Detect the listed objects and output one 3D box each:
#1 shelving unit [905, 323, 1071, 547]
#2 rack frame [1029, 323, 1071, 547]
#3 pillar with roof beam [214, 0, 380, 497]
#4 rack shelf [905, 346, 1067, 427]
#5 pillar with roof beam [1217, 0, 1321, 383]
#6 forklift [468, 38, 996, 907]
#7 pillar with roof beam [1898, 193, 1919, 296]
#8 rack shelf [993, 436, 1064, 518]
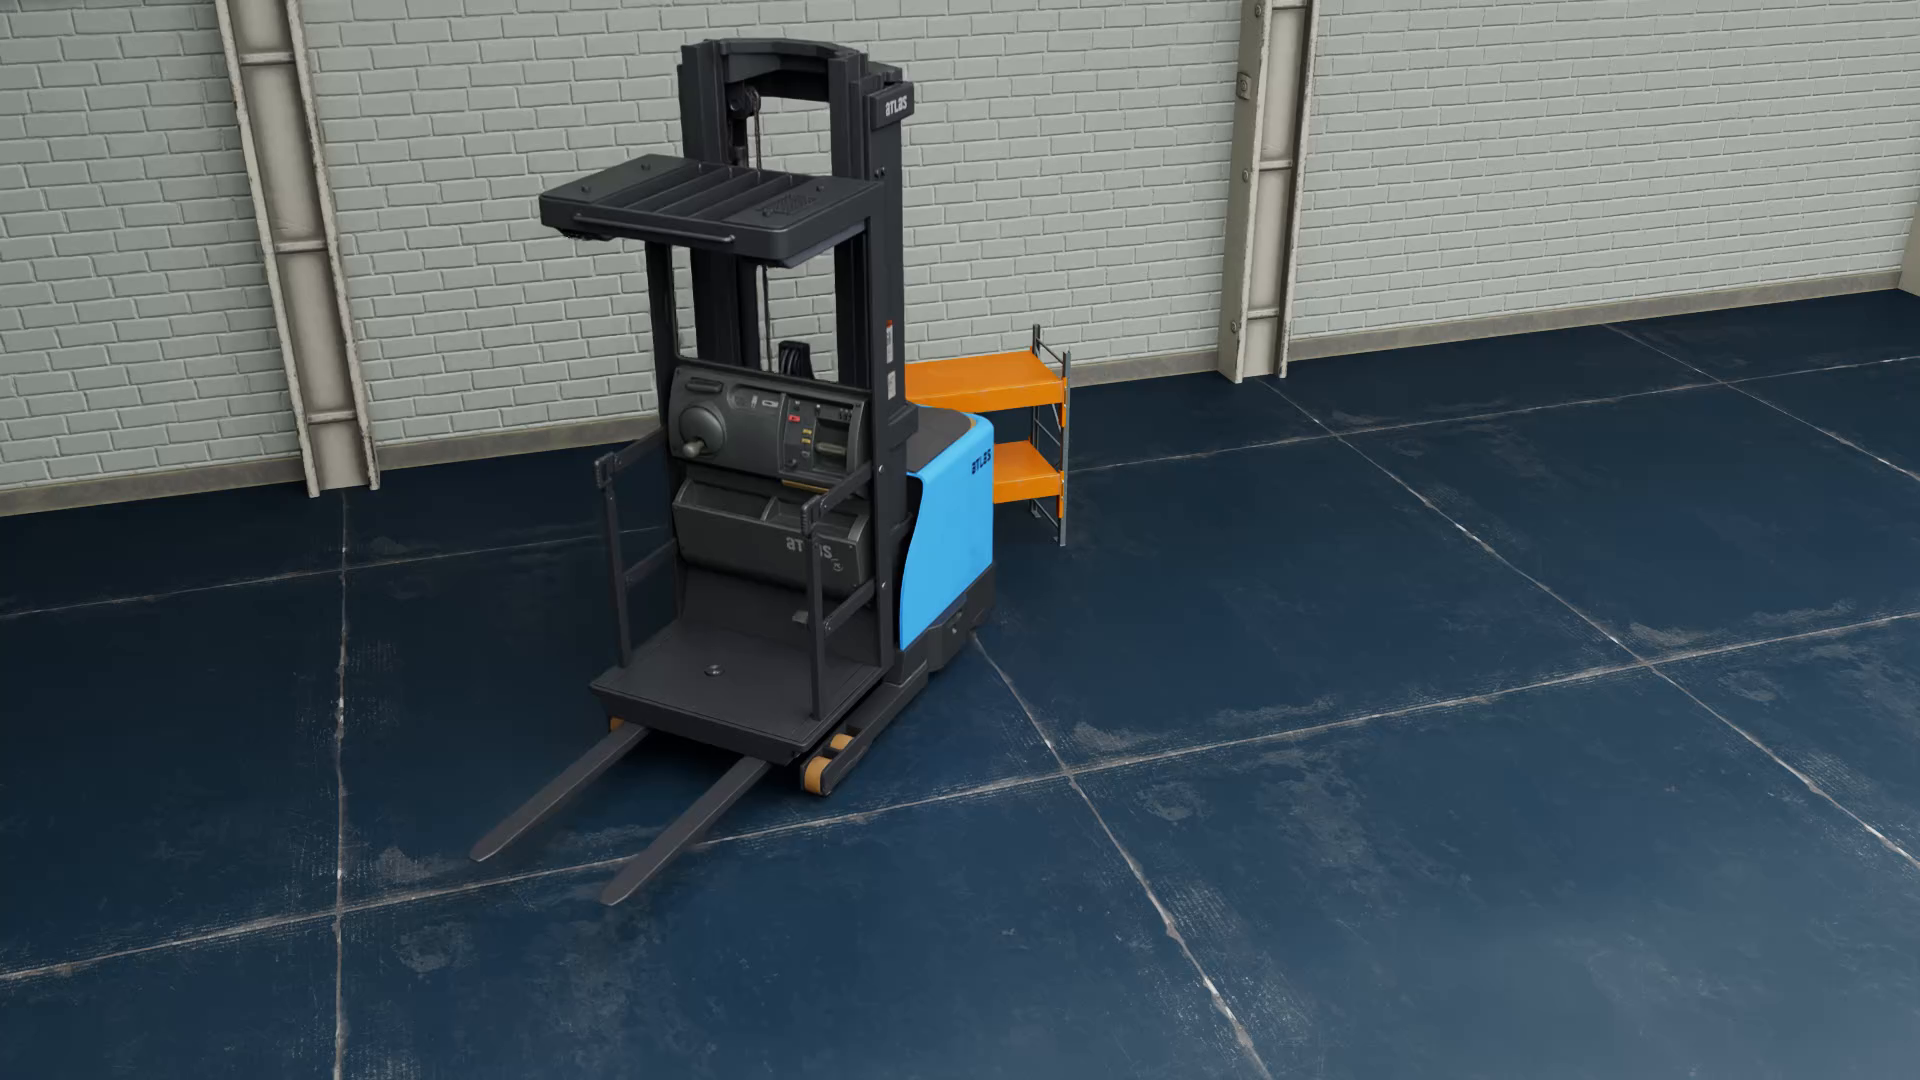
[{"bbox_3d":[0.006,-0.505,9.002,1.048,1.125,0.538,-8,28,-16],"label":"shelving unit"},{"bbox_3d":[0.490,-0.575,9.143,0.032,1.125,0.500,-8,28,-16],"label":"rack frame"},{"bbox_3d":[-2.343,-2.552,4.270,0.400,9.000,9.100,-8,28,-16],"label":"pillar with roof beam"},{"bbox_3d":[0.006,-0.767,8.872,1.000,0.278,0.538,-8,28,-16],"label":"rack shelf"},{"bbox_3d":[3.362,-3.378,5.935,0.400,9.000,9.100,-8,28,-16],"label":"pillar with roof beam"},{"bbox_3d":[-0.916,-0.449,6.859,1.130,2.935,3.031,12,29,23],"label":"forklift"},{"bbox_3d":[9.067,-4.204,7.599,0.400,9.000,9.100,-8,28,-16],"label":"pillar with roof beam"},{"bbox_3d":[0.006,-0.286,9.110,1.000,0.278,0.538,-8,28,-16],"label":"rack shelf"}]
